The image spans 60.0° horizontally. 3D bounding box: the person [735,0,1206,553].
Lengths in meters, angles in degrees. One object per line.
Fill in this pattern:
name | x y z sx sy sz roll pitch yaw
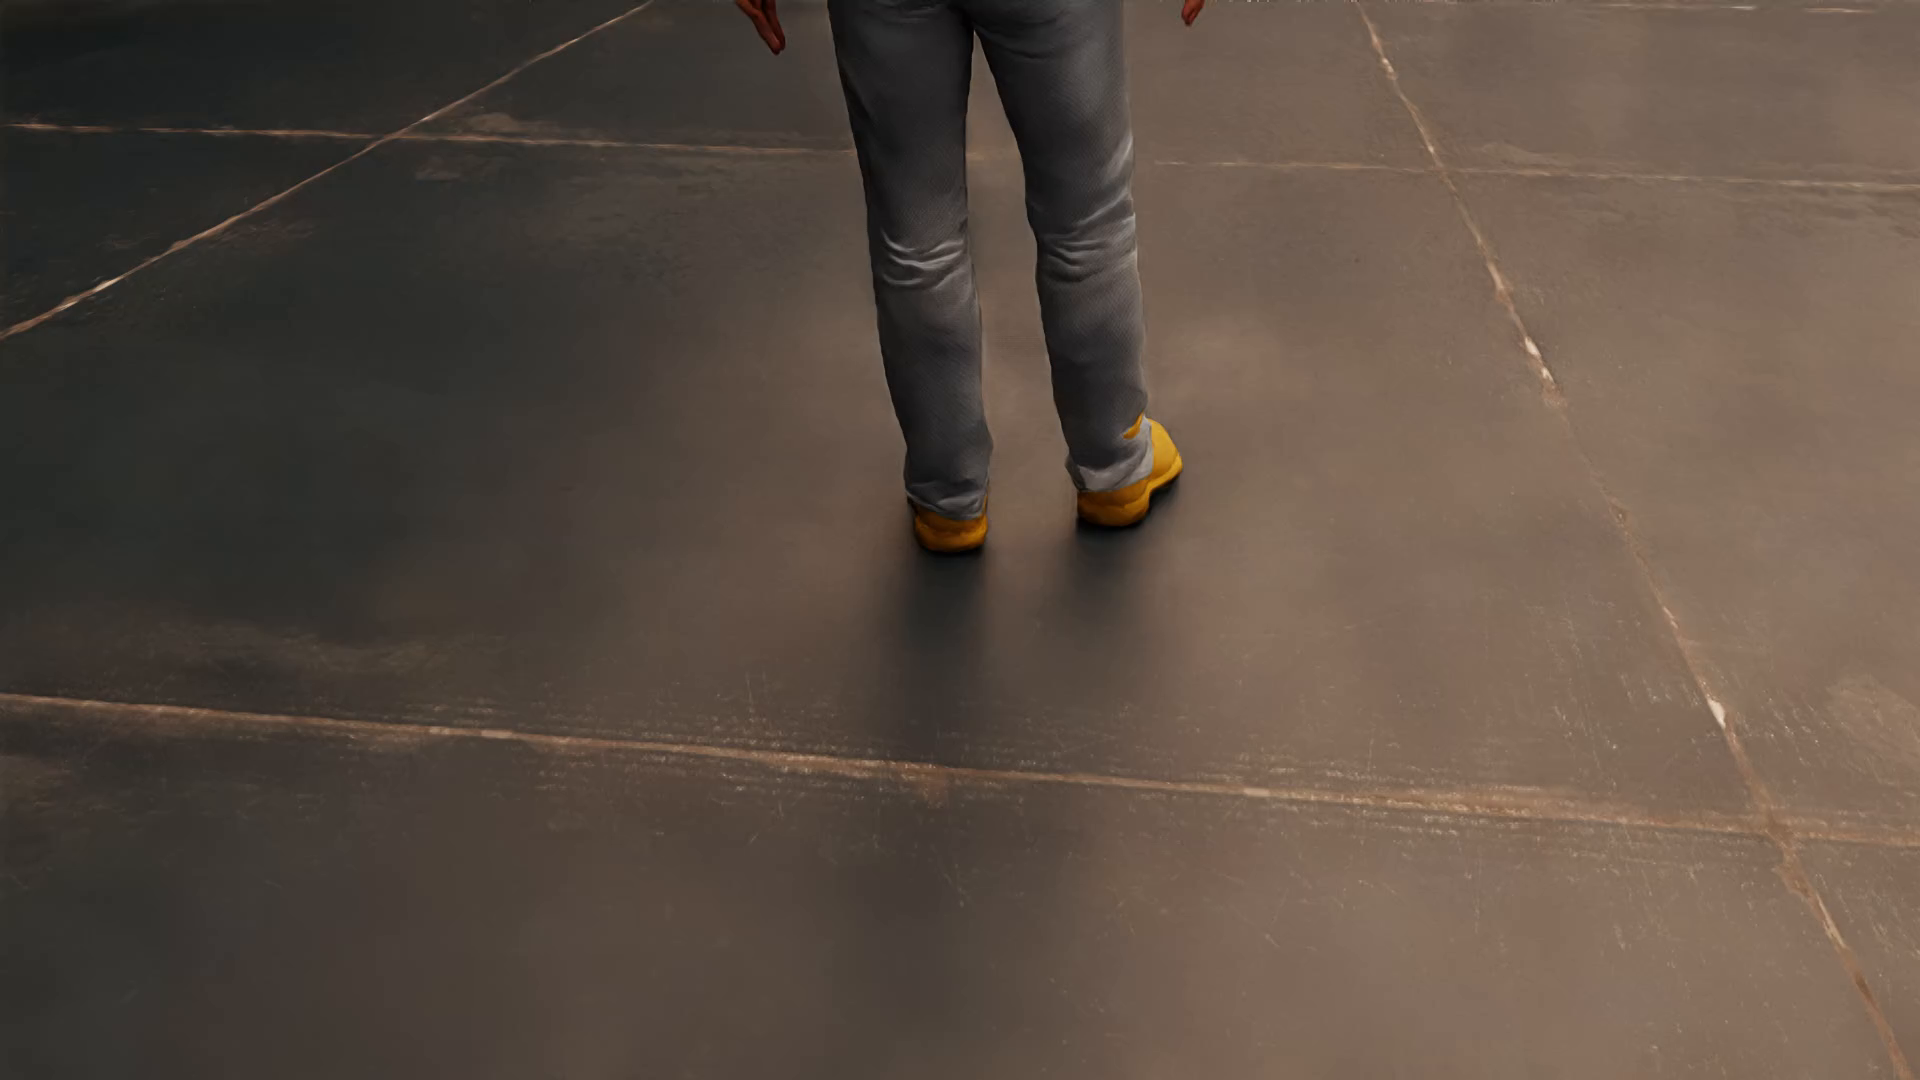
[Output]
person | 0.014 -0.827 2.164 0.665 1.766 0.576 3 27 7
